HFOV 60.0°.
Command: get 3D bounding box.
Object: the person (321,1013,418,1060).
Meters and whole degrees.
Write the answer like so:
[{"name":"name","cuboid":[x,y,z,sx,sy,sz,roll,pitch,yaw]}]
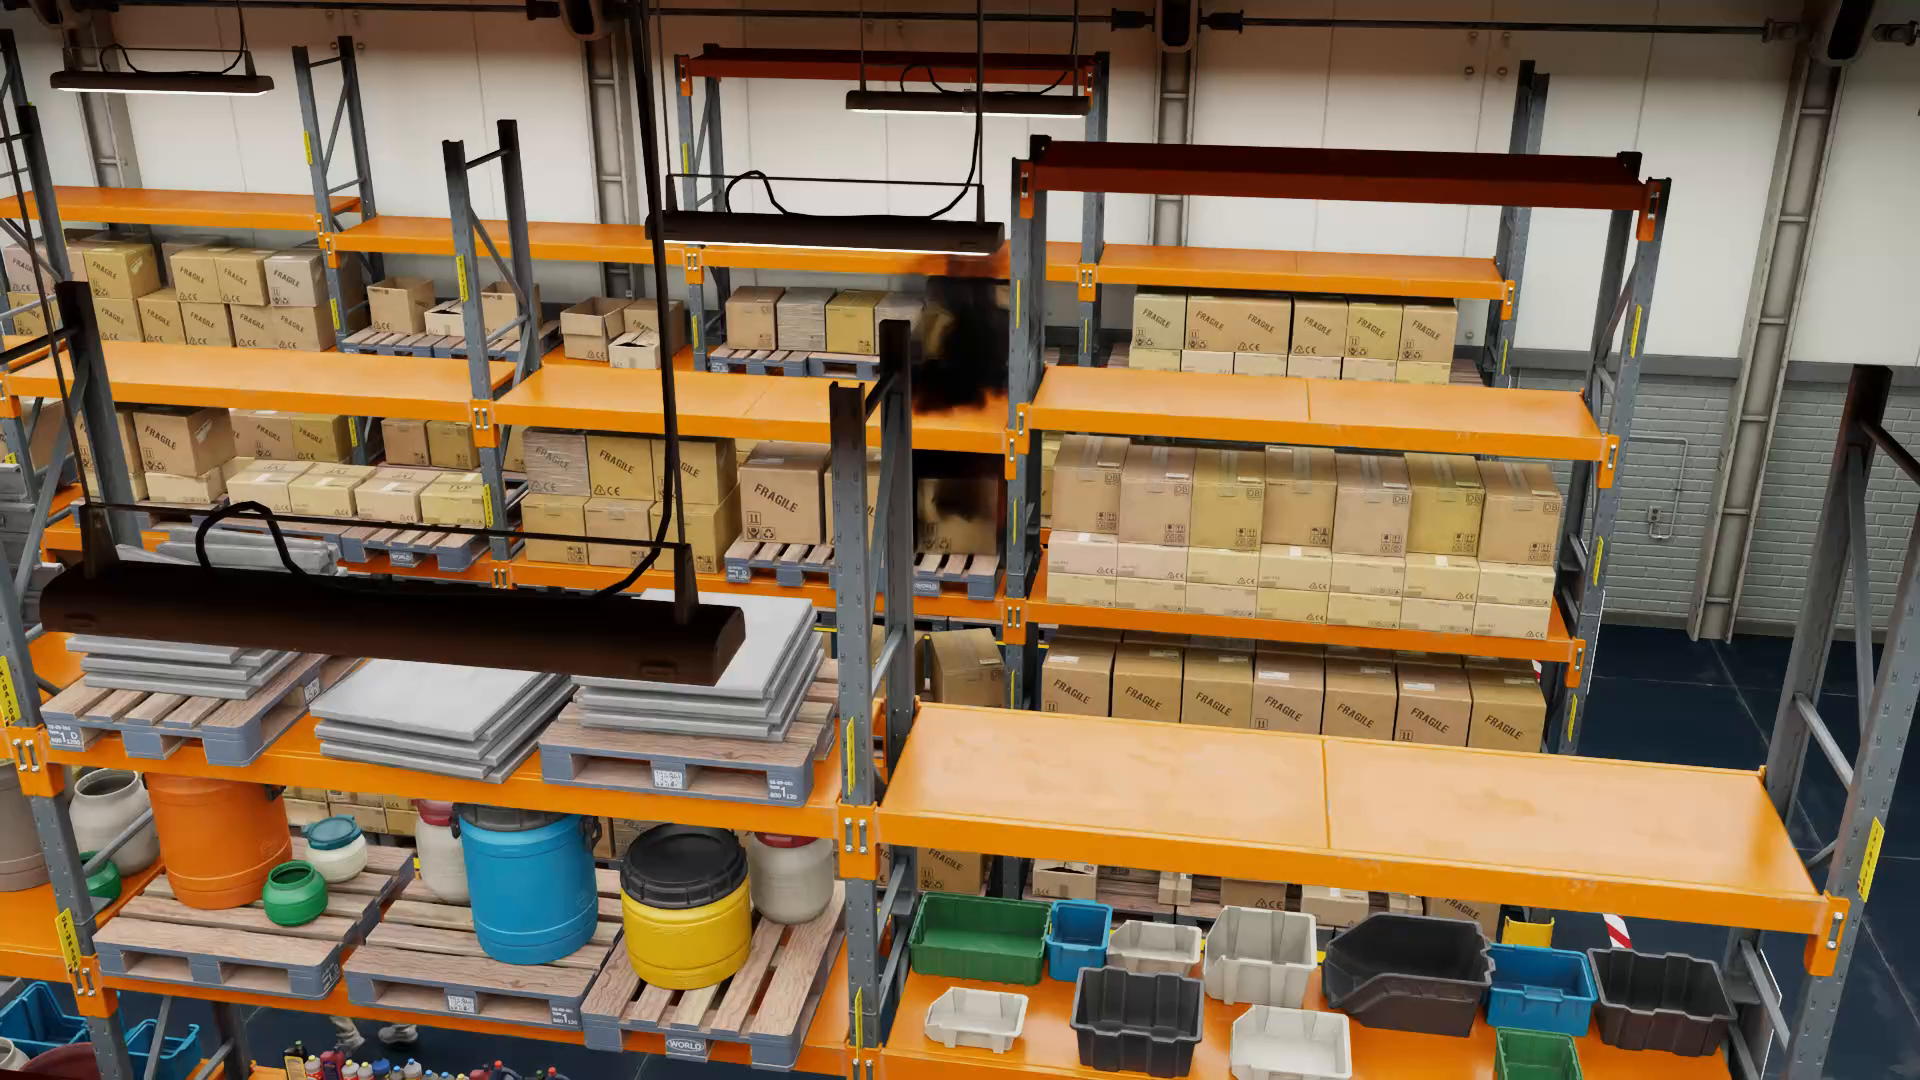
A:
[{"name":"person","cuboid":[-4.229,2.810,11.485,0.739,1.824,0.667,4,23,9]}]
